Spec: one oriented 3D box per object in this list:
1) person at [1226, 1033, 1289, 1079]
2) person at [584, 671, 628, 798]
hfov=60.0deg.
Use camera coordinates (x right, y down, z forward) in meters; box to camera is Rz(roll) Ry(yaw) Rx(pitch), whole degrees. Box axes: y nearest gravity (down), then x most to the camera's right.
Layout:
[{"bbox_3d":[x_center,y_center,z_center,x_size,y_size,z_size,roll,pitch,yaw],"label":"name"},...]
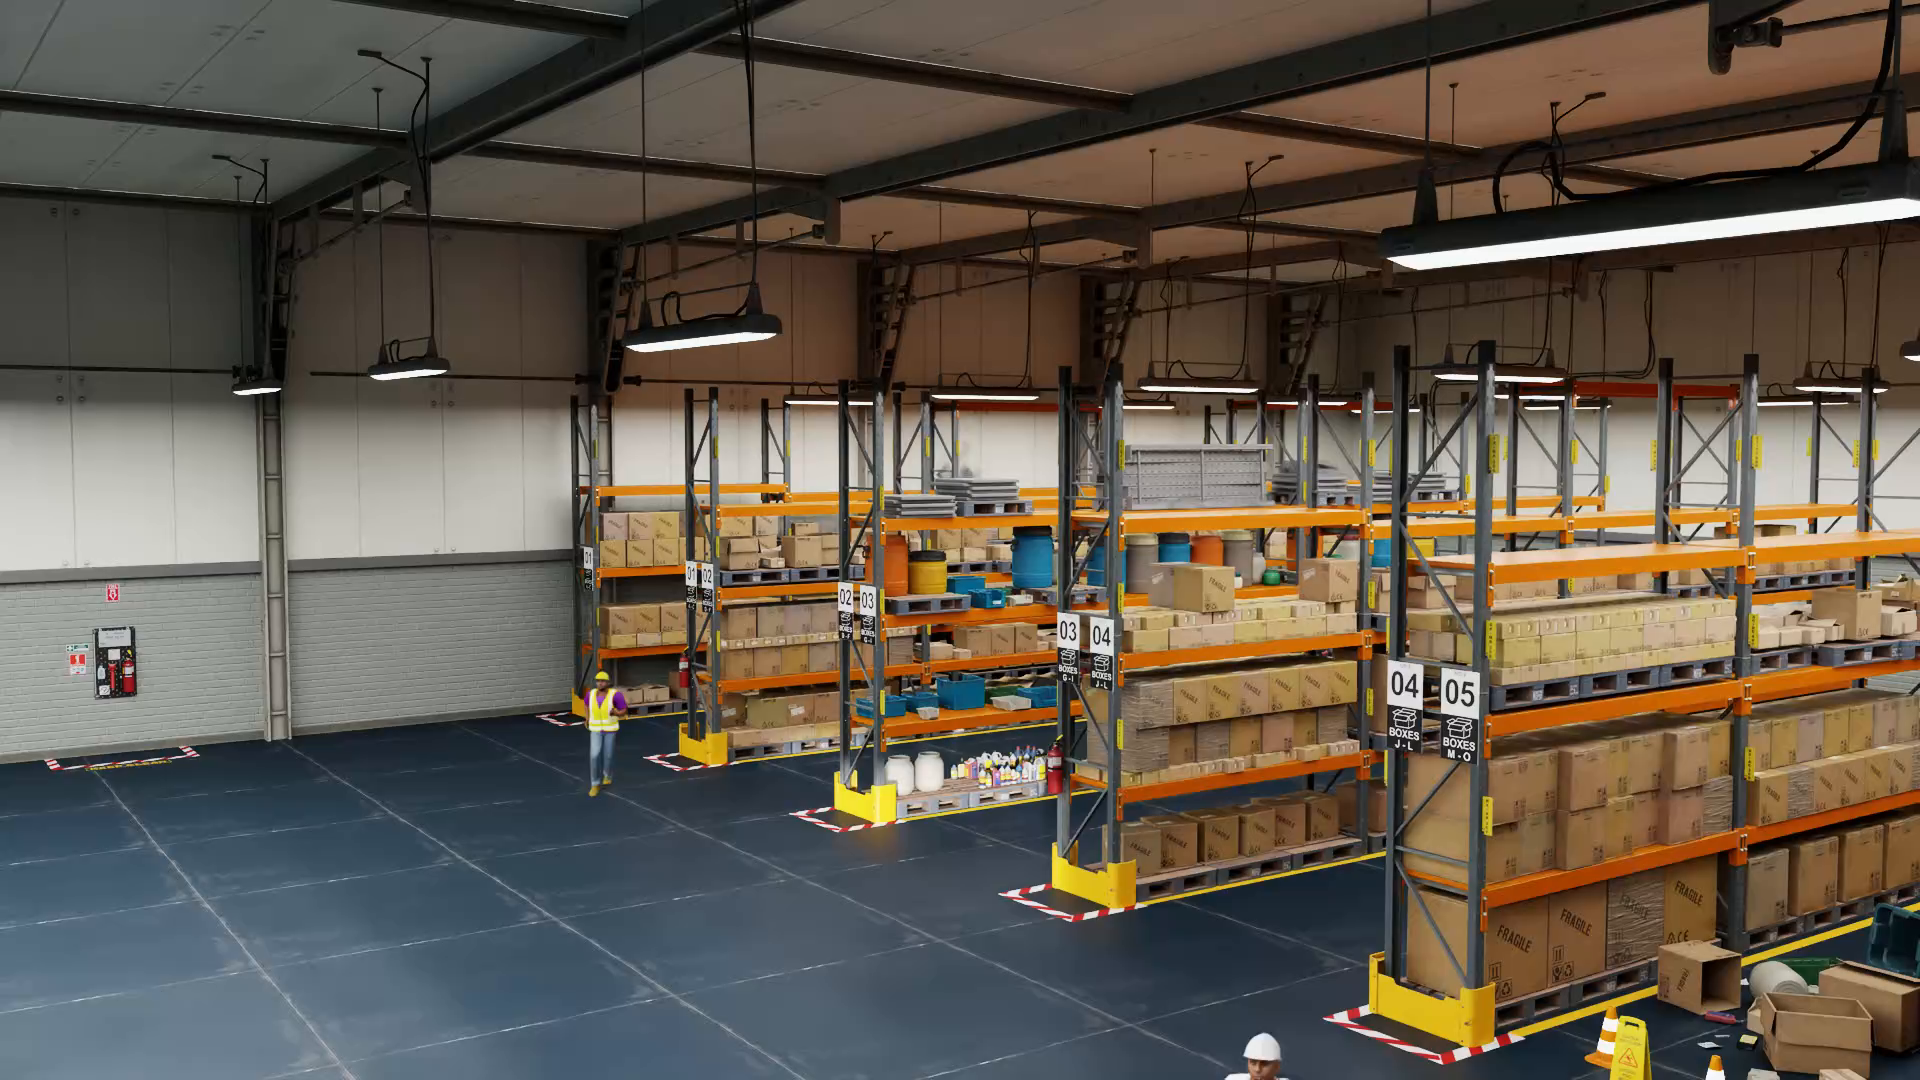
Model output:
[{"bbox_3d":[1.776,3.703,9.542,0.682,1.781,0.915,1,4,15],"label":"person"},{"bbox_3d":[-5.199,2.827,24.371,0.663,1.827,0.786,0,3,-5],"label":"person"}]
